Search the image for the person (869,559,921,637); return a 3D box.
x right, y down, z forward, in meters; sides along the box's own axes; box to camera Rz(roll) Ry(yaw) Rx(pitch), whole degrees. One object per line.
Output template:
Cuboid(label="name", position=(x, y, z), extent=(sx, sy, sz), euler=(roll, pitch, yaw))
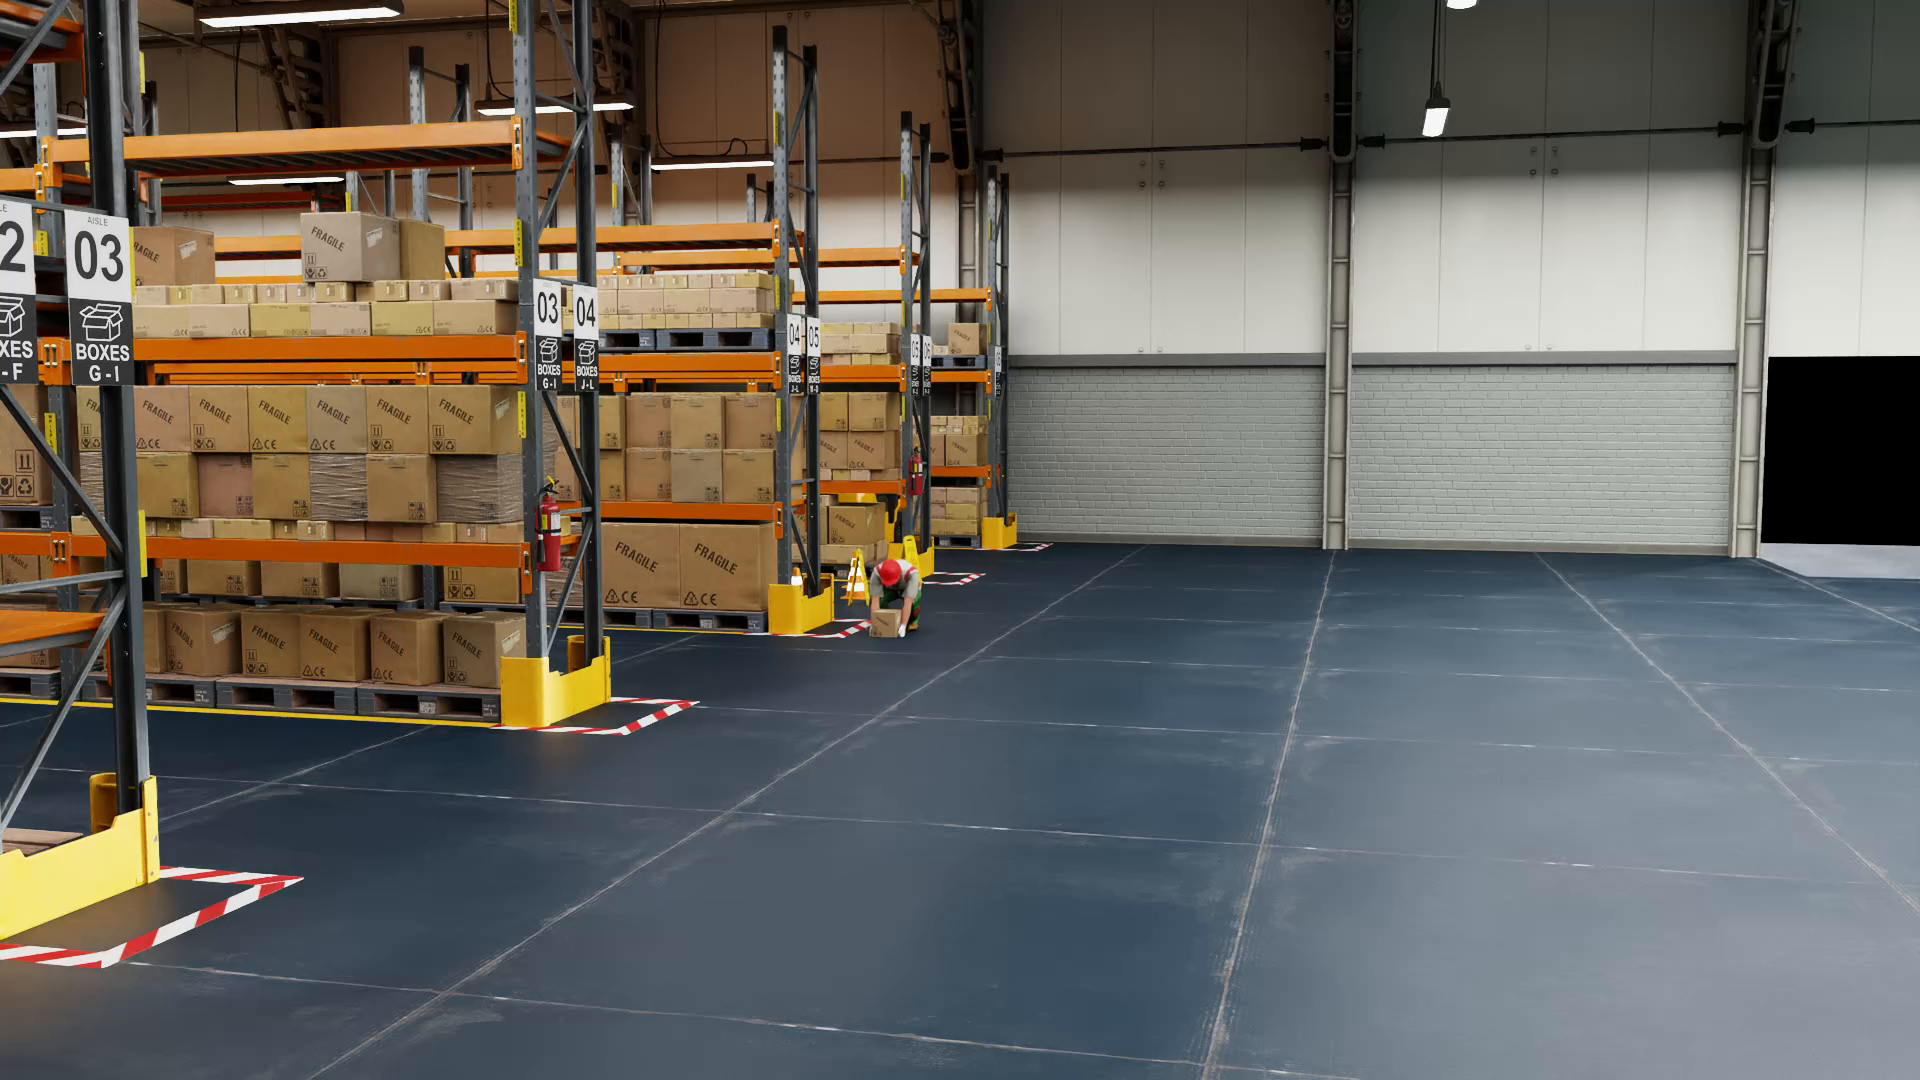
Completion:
Cuboid(label="person", position=(-0.653, 0.583, 16.878), extent=(0.538, 0.858, 0.932), euler=(1, 5, 13))
